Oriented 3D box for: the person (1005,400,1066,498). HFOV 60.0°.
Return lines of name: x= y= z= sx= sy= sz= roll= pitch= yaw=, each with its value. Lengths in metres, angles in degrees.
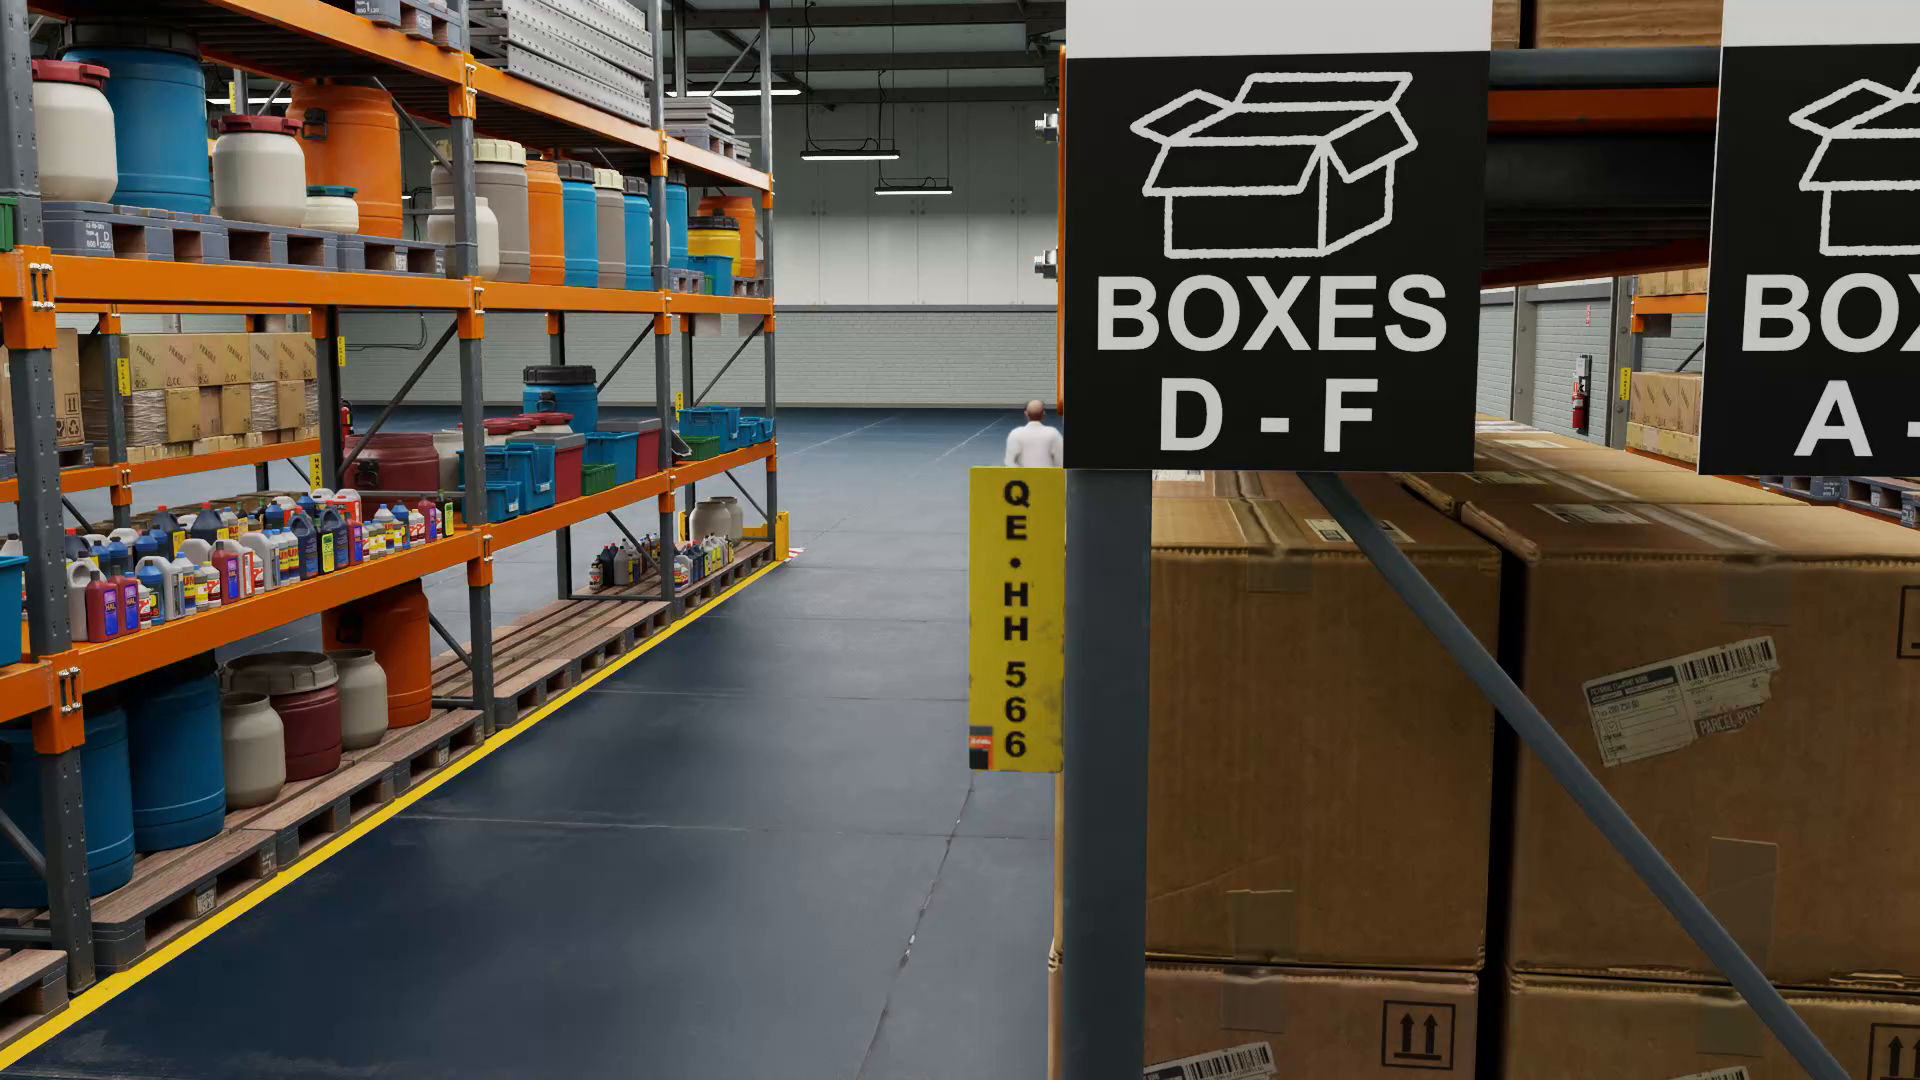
person: x=0.751 y=-0.490 z=16.503 sx=0.627 sy=1.804 sz=0.482 roll=0 pitch=7 yaw=1
